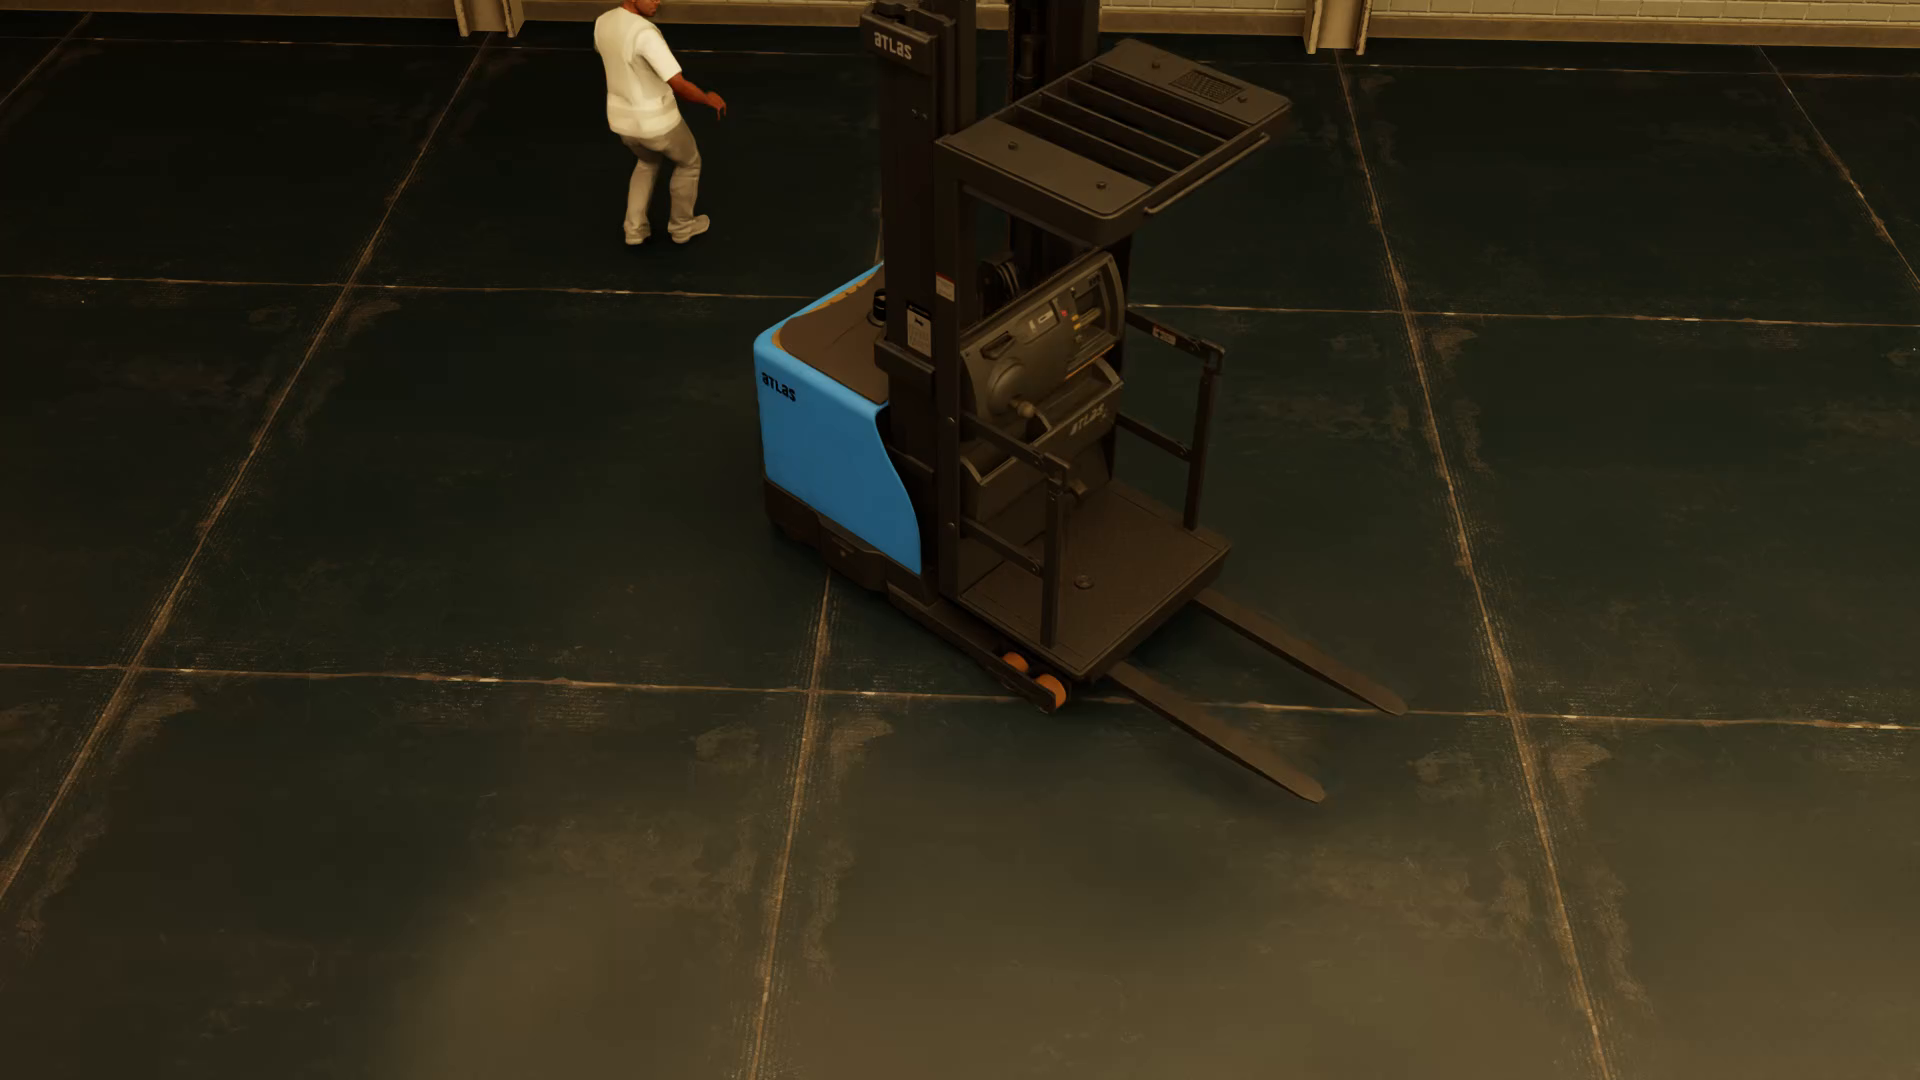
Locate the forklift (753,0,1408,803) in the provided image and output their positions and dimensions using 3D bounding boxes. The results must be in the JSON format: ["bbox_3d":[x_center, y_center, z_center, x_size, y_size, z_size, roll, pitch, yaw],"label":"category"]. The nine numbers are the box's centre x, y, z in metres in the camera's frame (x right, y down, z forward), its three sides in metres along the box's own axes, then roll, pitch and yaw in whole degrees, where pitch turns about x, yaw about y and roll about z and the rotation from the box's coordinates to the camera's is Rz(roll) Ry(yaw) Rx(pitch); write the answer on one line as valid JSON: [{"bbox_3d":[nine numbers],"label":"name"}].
[{"bbox_3d":[0.501,-0.748,6.561,3.031,2.935,1.130,32,51,30],"label":"forklift"}]

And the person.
[{"bbox_3d":[-1.677,-2.444,9.362,0.832,1.693,0.707,24,47,24],"label":"person"}]
